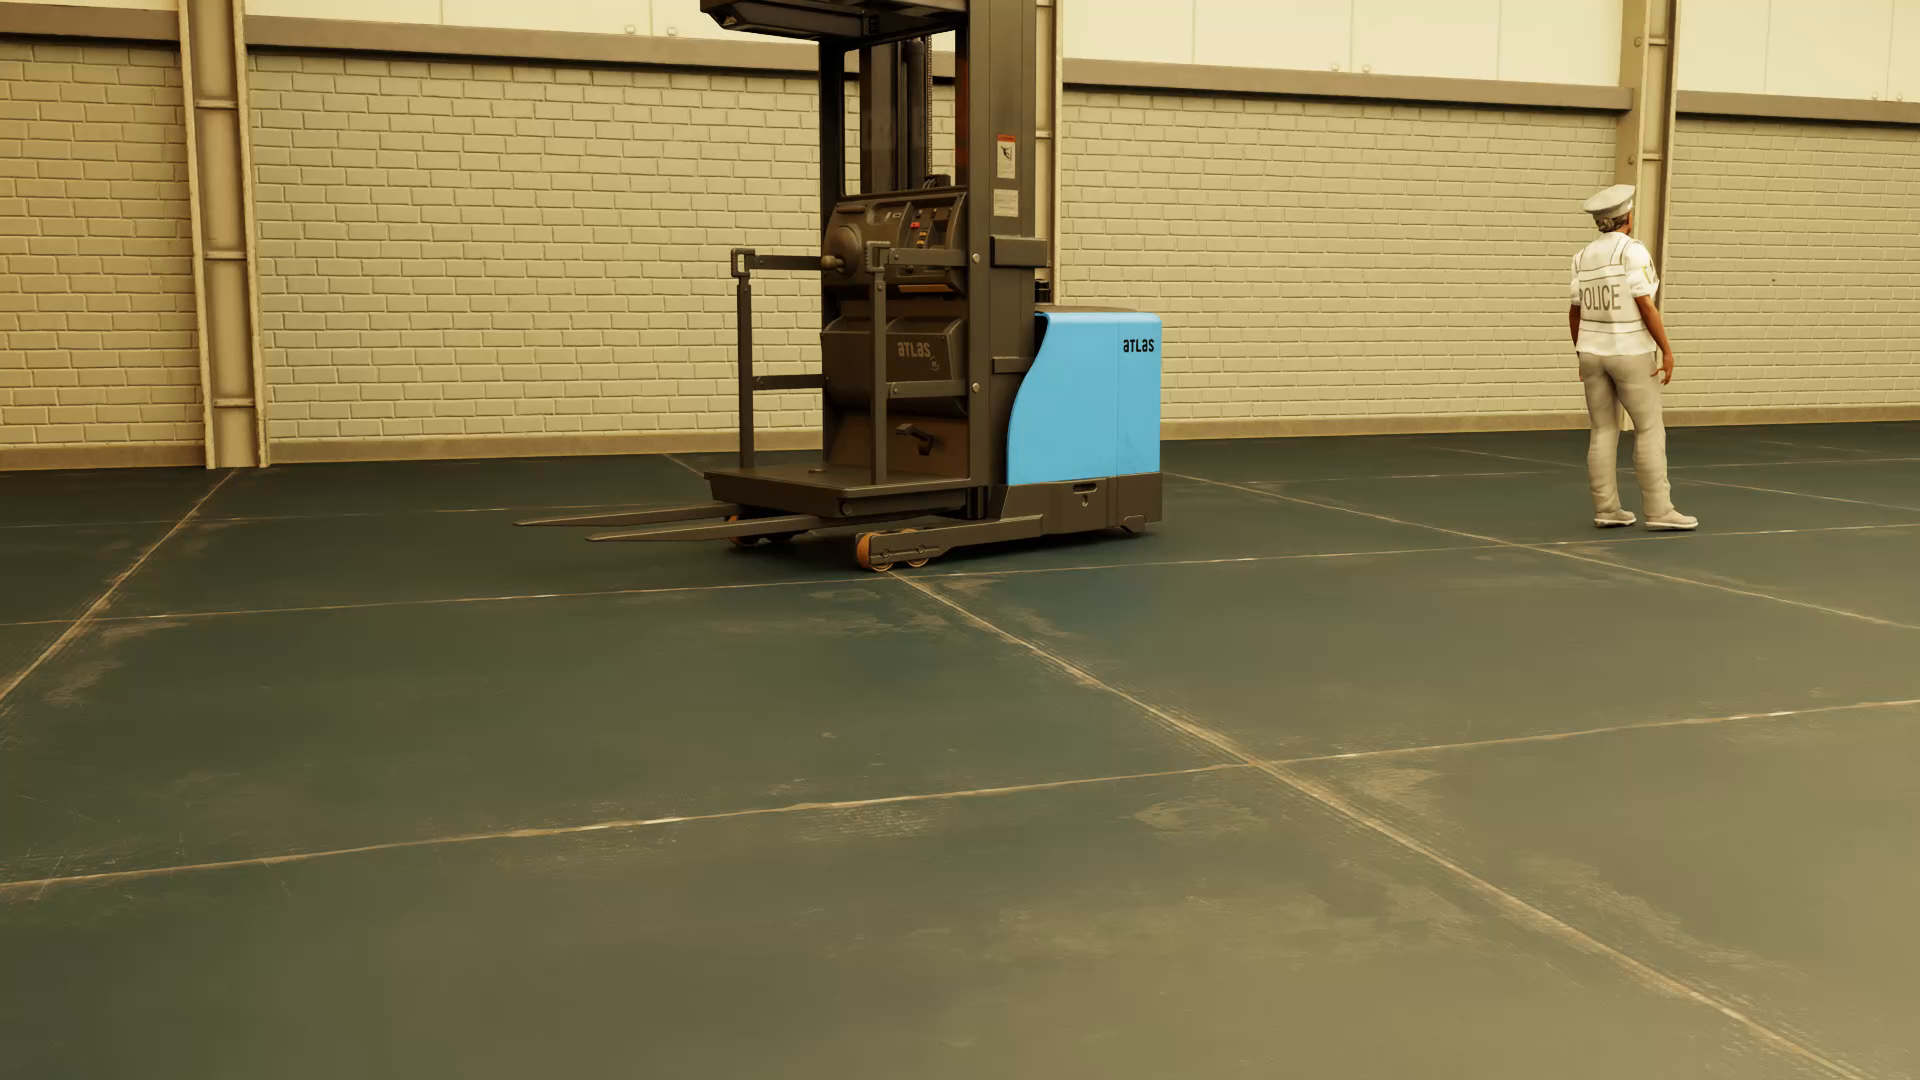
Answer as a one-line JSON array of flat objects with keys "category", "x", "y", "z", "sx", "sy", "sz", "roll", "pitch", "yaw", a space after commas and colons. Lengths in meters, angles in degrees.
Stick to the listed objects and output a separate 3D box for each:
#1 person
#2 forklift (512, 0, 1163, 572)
[{"category": "person", "x": 3.338, "y": -0.912, "z": 8.289, "sx": 0.530, "sy": 1.694, "sz": 0.569, "roll": -4, "pitch": 9, "yaw": -29}, {"category": "forklift", "x": -0.461, "y": -1.399, "z": 7.333, "sx": 3.031, "sy": 2.935, "sz": 1.130, "roll": -7, "pitch": 10, "yaw": -40}]
